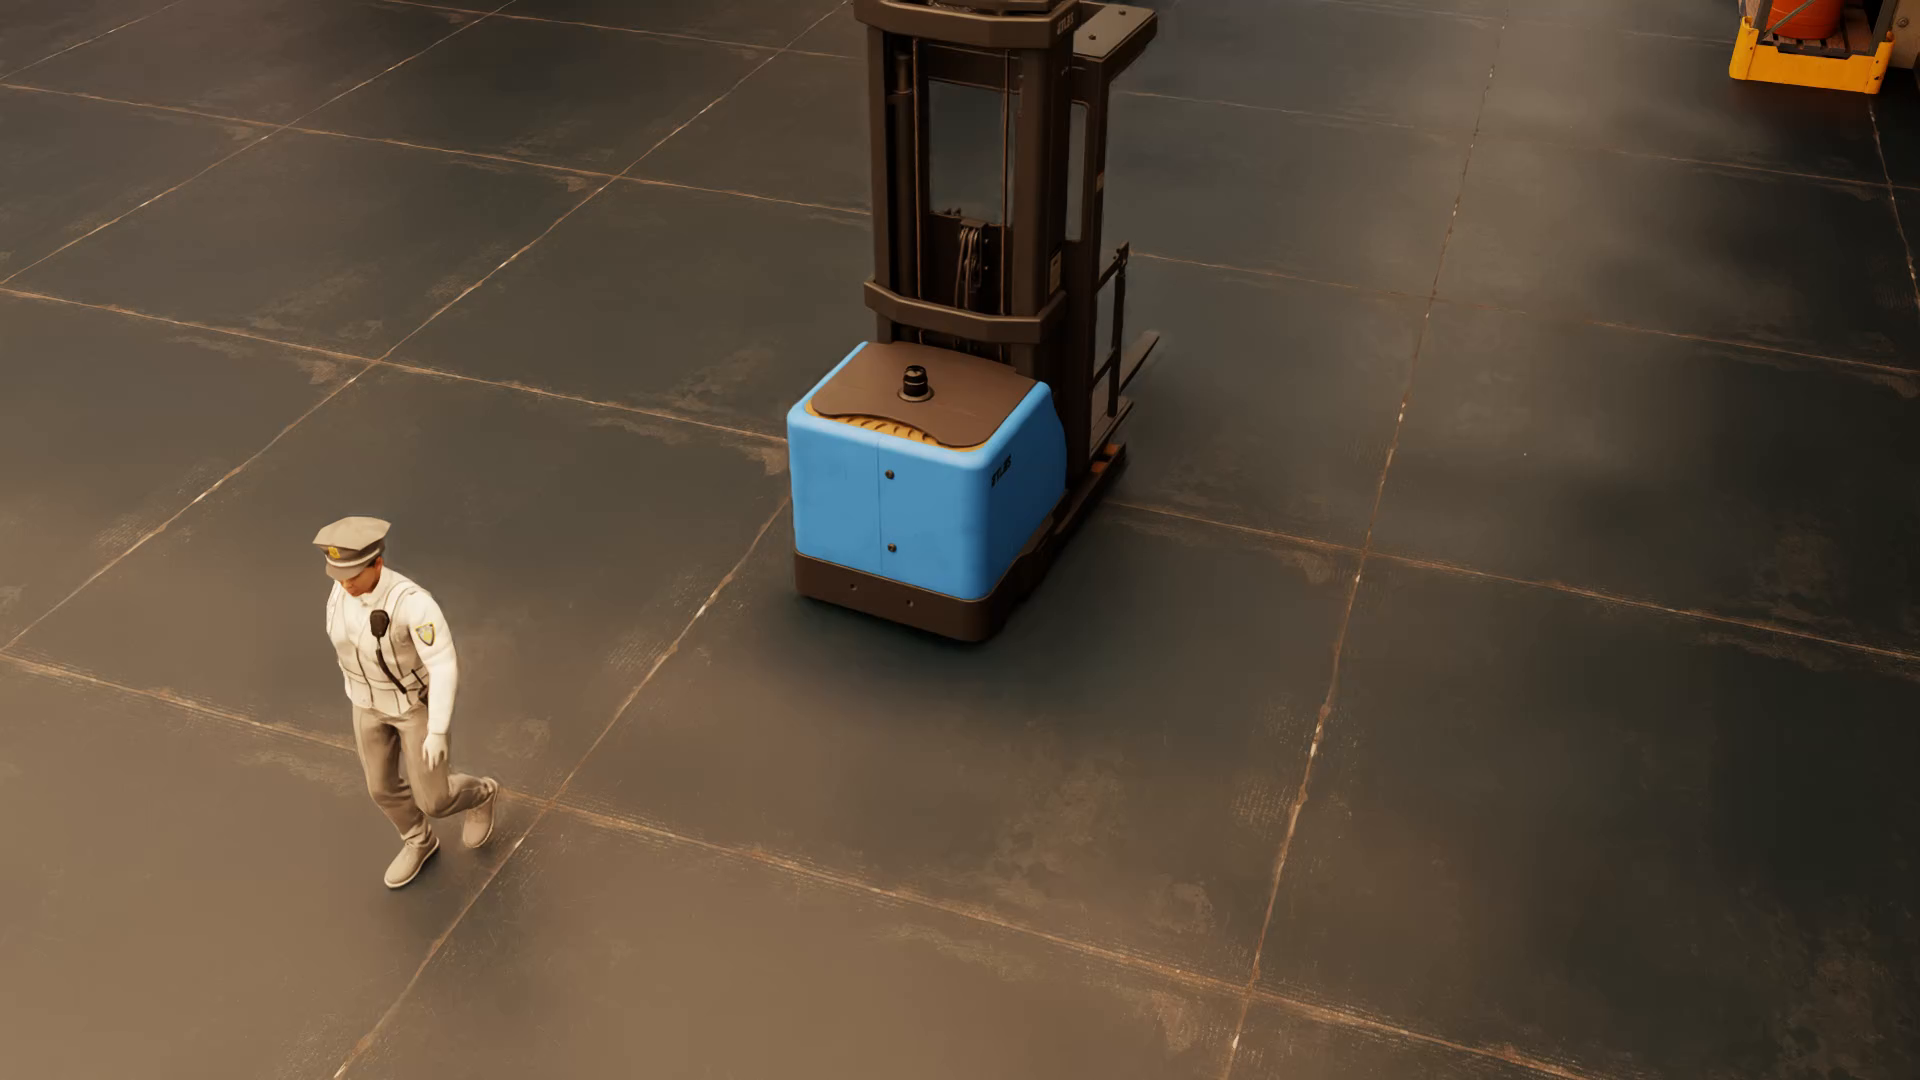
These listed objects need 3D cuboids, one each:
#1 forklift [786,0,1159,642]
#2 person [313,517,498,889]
[{"bbox_3d":[0.262,-1.557,8.307,1.130,2.935,3.031,15,38,20],"label":"forklift"},{"bbox_3d":[-2.128,0.613,6.361,0.694,1.649,0.502,12,37,17],"label":"person"}]
